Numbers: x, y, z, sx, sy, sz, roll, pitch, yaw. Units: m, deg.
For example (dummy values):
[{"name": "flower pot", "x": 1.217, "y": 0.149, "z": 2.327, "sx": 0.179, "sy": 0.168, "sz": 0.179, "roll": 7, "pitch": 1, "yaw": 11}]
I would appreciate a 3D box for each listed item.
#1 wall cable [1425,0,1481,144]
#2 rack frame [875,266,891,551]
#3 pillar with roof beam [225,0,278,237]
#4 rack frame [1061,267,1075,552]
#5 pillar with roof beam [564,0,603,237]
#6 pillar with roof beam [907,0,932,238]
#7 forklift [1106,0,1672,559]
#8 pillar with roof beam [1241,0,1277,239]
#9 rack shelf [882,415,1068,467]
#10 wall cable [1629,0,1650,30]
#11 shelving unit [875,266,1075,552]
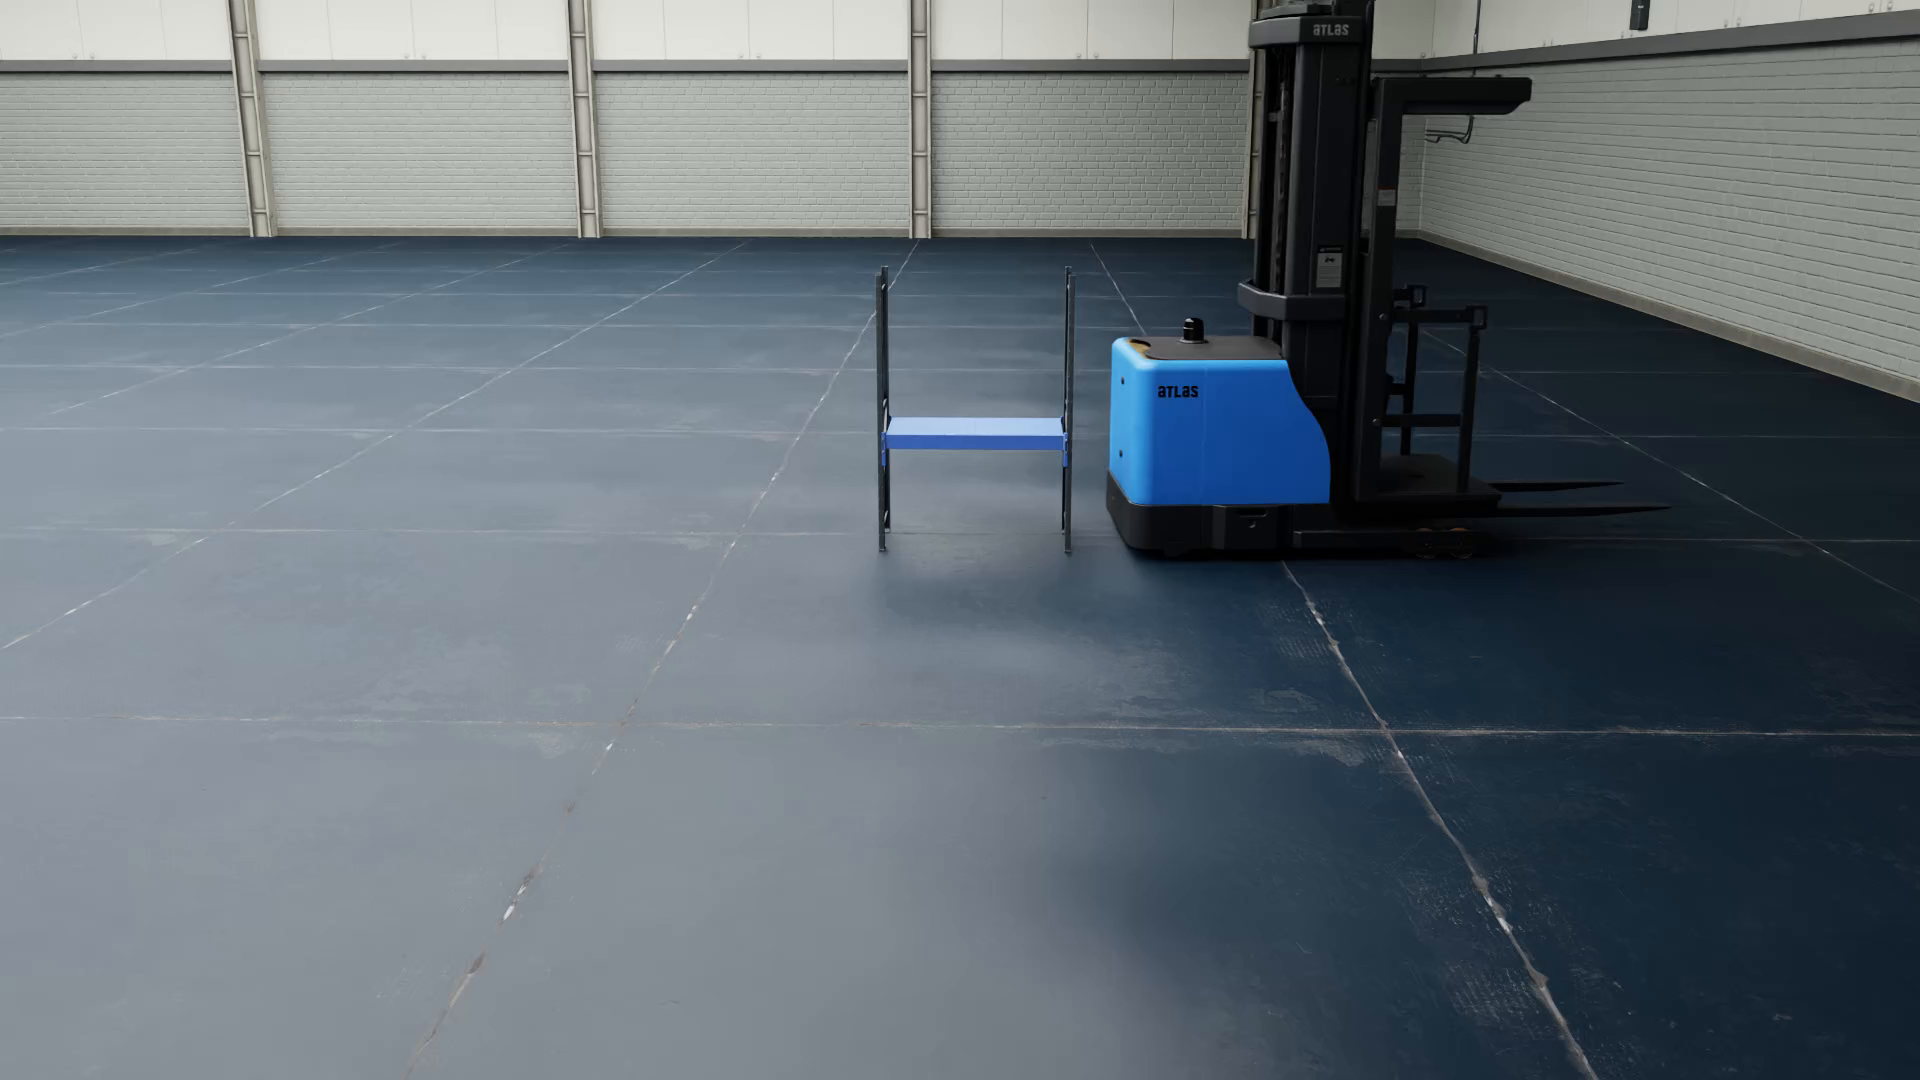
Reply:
[{"name": "wall cable", "x": 8.197, "y": -7.929, "z": 27.842, "sx": 0.112, "sy": 2.526, "sz": 3.097, "roll": 0, "pitch": 15, "yaw": 1}, {"name": "rack frame", "x": -0.423, "y": -0.728, "z": 9.159, "sx": 0.032, "sy": 1.500, "sz": 0.500, "roll": 0, "pitch": 15, "yaw": 1}, {"name": "pillar with roof beam", "x": -12.818, "y": -8.807, "z": 25.080, "sx": 0.400, "sy": 9.000, "sz": 9.100, "roll": 0, "pitch": 15, "yaw": 1}, {"name": "rack frame", "x": 0.593, "y": -0.721, "z": 9.134, "sx": 0.032, "sy": 1.500, "sz": 0.500, "roll": 0, "pitch": 15, "yaw": 1}, {"name": "pillar with roof beam", "x": -6.820, "y": -8.768, "z": 24.932, "sx": 0.400, "sy": 9.000, "sz": 9.100, "roll": 0, "pitch": 15, "yaw": 1}, {"name": "pillar with roof beam", "x": -0.822, "y": -8.728, "z": 24.783, "sx": 0.400, "sy": 9.000, "sz": 9.100, "roll": 0, "pitch": 15, "yaw": 1}, {"name": "forklift", "x": 2.394, "y": -1.449, "z": 9.087, "sx": 3.031, "sy": 2.935, "sz": 1.130, "roll": -1, "pitch": 15, "yaw": -3}, {"name": "pillar with roof beam", "x": 5.176, "y": -8.689, "z": 24.635, "sx": 0.400, "sy": 9.000, "sz": 9.100, "roll": 0, "pitch": 15, "yaw": 1}, {"name": "rack shelf", "x": 0.085, "y": -0.551, "z": 9.192, "sx": 1.000, "sy": 0.185, "sz": 0.538, "roll": 0, "pitch": 15, "yaw": 1}, {"name": "wall cable", "x": 7.939, "y": -8.654, "z": 17.836, "sx": 0.169, "sy": 6.003, "sz": 2.305, "roll": 0, "pitch": 15, "yaw": 1}, {"name": "shelving unit", "x": 0.085, "y": -0.725, "z": 9.147, "sx": 1.048, "sy": 1.500, "sz": 0.538, "roll": 0, "pitch": 15, "yaw": 1}]
